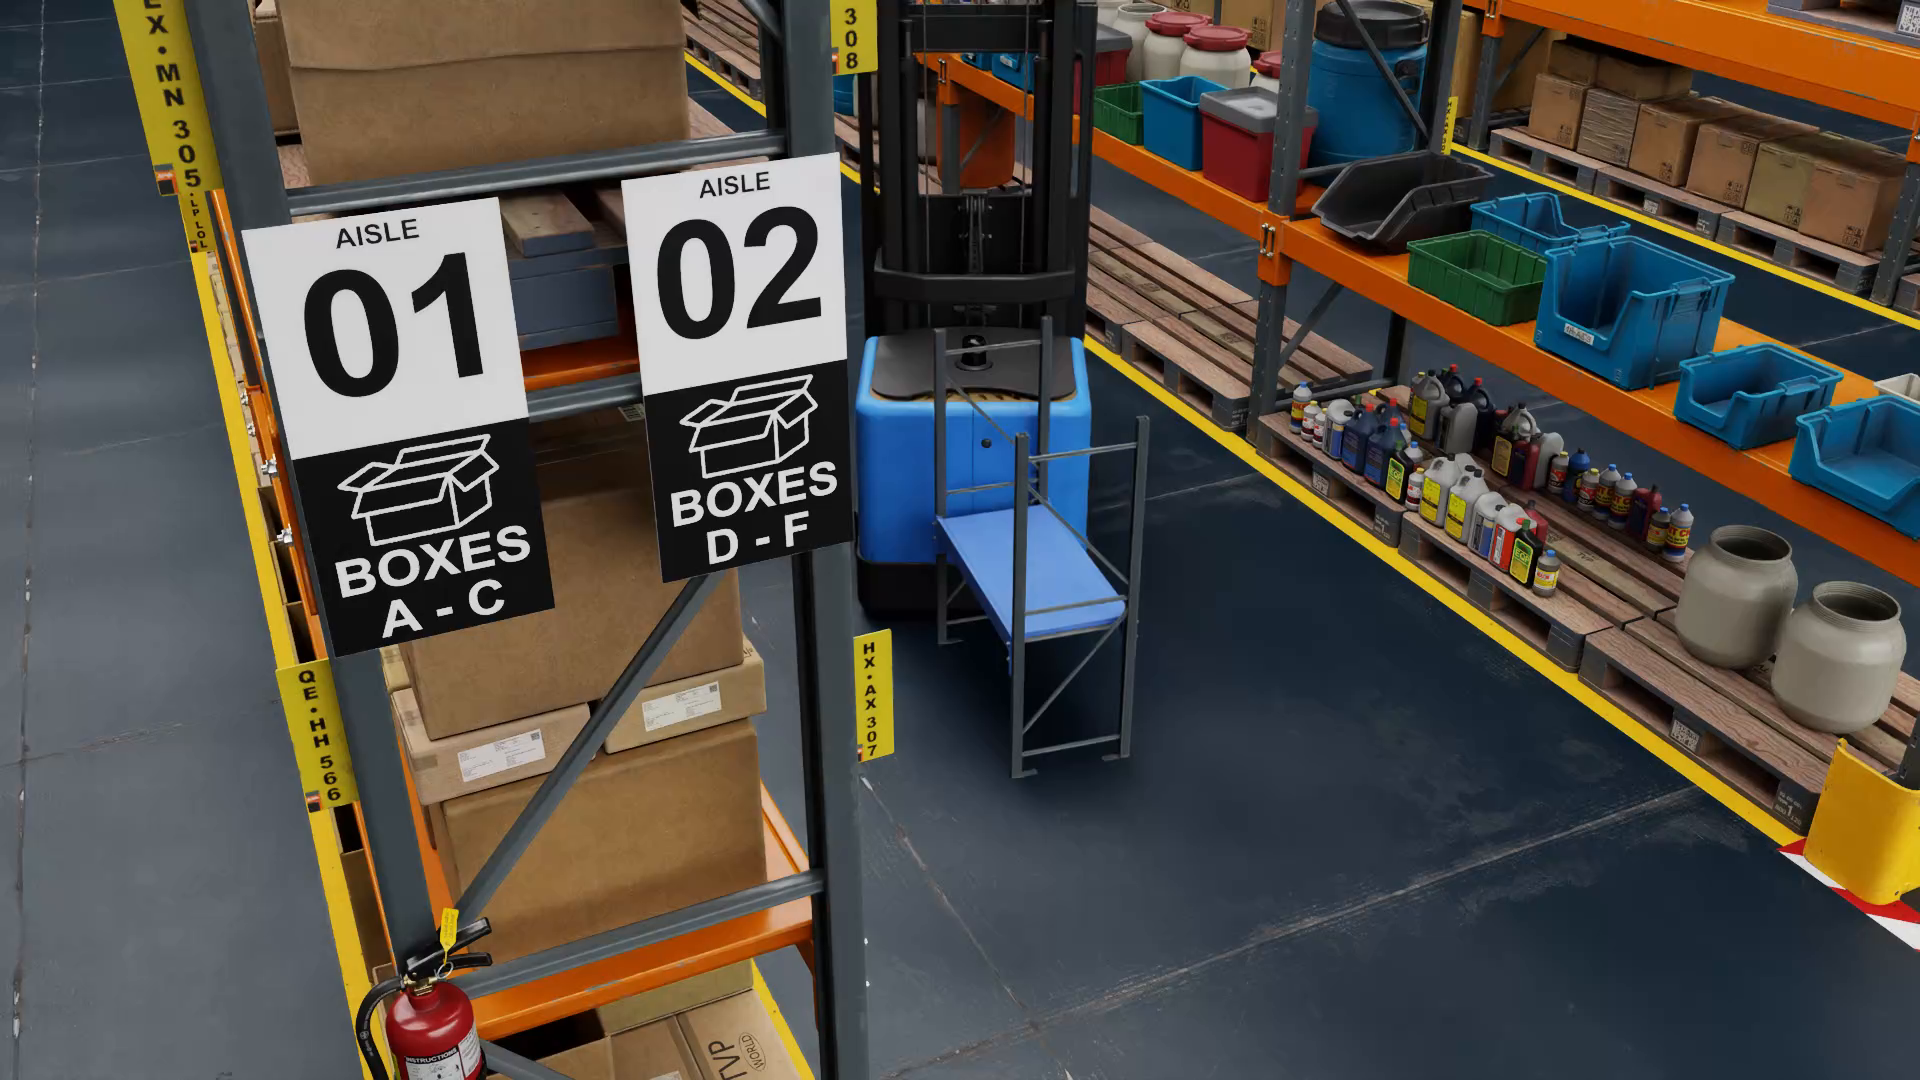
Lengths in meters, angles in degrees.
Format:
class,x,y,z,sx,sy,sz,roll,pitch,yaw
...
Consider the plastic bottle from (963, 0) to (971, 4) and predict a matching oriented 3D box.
class,x,y,z,sx,sy,sz,roll,pitch,yaw
plastic bottle,0.070,-4.330,13.036,0.097,0.271,0.097,0,29,0

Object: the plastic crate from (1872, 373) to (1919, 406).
class,x,y,z,sx,sy,sz,roll,pitch,yaw
plastic crate,3.685,-0.519,6.378,0.298,0.136,0.250,-13,32,-22

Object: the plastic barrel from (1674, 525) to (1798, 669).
class,x,y,z,sx,sy,sz,roll,pitch,yaw
plastic barrel,3.212,0.235,6.878,0.421,0.512,0.421,0,29,0

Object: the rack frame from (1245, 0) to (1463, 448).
class,x,y,z,sx,sy,sz,roll,pitch,yaw
rack frame,2.061,-1.938,8.639,1.000,3.000,0.127,-13,32,-22

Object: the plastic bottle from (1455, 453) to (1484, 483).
class,x,y,z,sx,sy,sz,roll,pitch,yaw
plastic bottle,2.420,-0.269,7.998,0.152,0.276,0.135,-13,32,-22

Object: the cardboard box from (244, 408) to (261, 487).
class,x,y,z,sx,sy,sz,roll,pitch,yaw
cardboard box,-3.076,-0.475,7.839,0.500,0.311,0.500,-12,32,-21

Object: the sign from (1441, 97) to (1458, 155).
class,x,y,z,sx,sy,sz,roll,pitch,yaw
sign,2.563,-2.169,8.768,0.100,0.325,0.005,-13,32,-22

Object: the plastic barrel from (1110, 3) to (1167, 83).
class,x,y,z,sx,sy,sz,roll,pitch,yaw
plastic barrel,1.160,-3.158,10.700,0.421,0.512,0.421,0,29,0

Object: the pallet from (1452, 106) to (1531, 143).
class,x,y,z,sx,sy,sz,roll,pitch,yaw
pallet,4.547,-3.892,14.976,1.003,0.211,1.213,-13,32,-22

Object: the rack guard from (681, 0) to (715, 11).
class,x,y,z,sx,sy,sz,roll,pitch,yaw
rack guard,-3.112,-6.156,18.717,1.175,0.500,0.348,-13,32,-22

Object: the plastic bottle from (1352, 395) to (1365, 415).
class,x,y,z,sx,sy,sz,roll,pitch,yaw
plastic bottle,2.062,-0.598,8.576,0.061,0.283,0.133,-13,32,-22

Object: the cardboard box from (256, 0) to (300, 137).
class,x,y,z,sx,sy,sz,roll,pitch,yaw
cardboard box,-1.429,-1.073,3.610,0.500,0.250,0.500,-13,32,-22

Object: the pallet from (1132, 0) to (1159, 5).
class,x,y,z,sx,sy,sz,roll,pitch,yaw
pallet,2.317,-6.187,19.068,1.003,0.211,1.213,-13,32,-22

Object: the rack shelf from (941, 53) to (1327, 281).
class,x,y,z,sx,sy,sz,roll,pitch,yaw
rack shelf,1.203,-2.507,10.390,1.077,0.370,4.000,-13,32,-22

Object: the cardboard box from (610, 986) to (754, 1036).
class,x,y,z,sx,sy,sz,roll,pitch,yaw
cardboard box,-0.944,1.380,5.104,0.500,0.250,0.500,-13,32,-22

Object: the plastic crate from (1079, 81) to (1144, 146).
class,x,y,z,sx,sy,sz,roll,pitch,yaw
plastic crate,1.059,-2.555,9.957,0.450,0.188,0.662,-13,32,-22

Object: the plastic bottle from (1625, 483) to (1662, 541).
class,x,y,z,sx,sy,sz,roll,pitch,yaw
plastic bottle,3.201,-0.148,7.774,0.061,0.283,0.133,-13,32,-21

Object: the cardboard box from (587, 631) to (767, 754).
class,x,y,z,sx,sy,sz,roll,pitch,yaw
cardboard box,-0.671,0.323,3.842,0.380,0.149,0.250,-13,32,-22

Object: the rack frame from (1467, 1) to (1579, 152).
class,x,y,z,sx,sy,sz,roll,pitch,yaw
rack frame,4.818,-4.745,13.644,1.000,3.000,0.127,-13,32,-22

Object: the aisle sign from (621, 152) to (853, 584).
class,x,y,z,sx,sy,sz,roll,pitch,yaw
aisle sign,-0.392,-0.302,3.063,0.394,0.787,0.004,-13,32,-22

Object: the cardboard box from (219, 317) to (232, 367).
class,x,y,z,sx,sy,sz,roll,pitch,yaw
cardboard box,-3.955,-1.135,9.590,0.500,0.250,0.500,-14,32,-23

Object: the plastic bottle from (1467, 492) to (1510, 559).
class,x,y,z,sx,sy,sz,roll,pitch,yaw
plastic bottle,2.451,-0.072,7.647,0.152,0.276,0.135,-14,32,-23

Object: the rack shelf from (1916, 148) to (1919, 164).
class,x,y,z,sx,sy,sz,roll,pitch,yaw
rack shelf,7.393,-1.780,9.094,1.077,0.370,4.000,-13,32,-22

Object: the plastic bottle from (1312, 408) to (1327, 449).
class,x,y,z,sx,sy,sz,roll,pitch,yaw
plastic bottle,1.890,-0.586,8.640,0.097,0.201,0.097,0,29,0

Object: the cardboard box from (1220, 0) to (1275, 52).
class,x,y,z,sx,sy,sz,roll,pitch,yaw
cardboard box,3.393,-5.489,16.716,1.225,0.875,0.875,-13,32,-22

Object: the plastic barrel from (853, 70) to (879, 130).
class,x,y,z,sx,sy,sz,roll,pitch,yaw
plastic barrel,-0.689,-3.745,13.976,0.421,0.512,0.421,0,29,0

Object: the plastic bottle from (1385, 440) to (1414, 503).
class,x,y,z,sx,sy,sz,roll,pitch,yaw
plastic bottle,2.147,-0.336,8.110,0.061,0.283,0.133,-12,31,-20

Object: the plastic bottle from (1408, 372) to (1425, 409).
class,x,y,z,sx,sy,sz,roll,pitch,yaw
plastic bottle,2.499,-0.814,9.046,0.097,0.201,0.097,0,29,0

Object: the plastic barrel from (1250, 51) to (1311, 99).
class,x,y,z,sx,sy,sz,roll,pitch,yaw
plastic barrel,1.849,-2.466,9.441,0.433,0.535,0.433,0,29,0

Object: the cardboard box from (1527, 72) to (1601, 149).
class,x,y,z,sx,sy,sz,roll,pitch,yaw
cardboard box,5.123,-3.554,13.628,0.700,0.500,0.500,-15,33,-25

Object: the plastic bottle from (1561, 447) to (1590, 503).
class,x,y,z,sx,sy,sz,roll,pitch,yaw
plastic bottle,3.005,-0.324,8.101,0.097,0.271,0.097,0,29,0

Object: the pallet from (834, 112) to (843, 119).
class,x,y,z,sx,sy,sz,roll,pitch,yaw
pallet,-1.079,-3.906,14.999,1.003,0.211,1.213,-13,32,-22

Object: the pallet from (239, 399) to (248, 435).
class,x,y,z,sx,sy,sz,roll,pitch,yaw
pallet,-3.293,-0.540,8.997,1.003,0.211,1.213,-13,32,-22

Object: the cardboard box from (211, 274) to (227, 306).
class,x,y,z,sx,sy,sz,roll,pitch,yaw
cardboard box,-3.938,-1.371,9.437,0.500,0.311,0.500,-14,32,-23

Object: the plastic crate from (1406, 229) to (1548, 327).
class,x,y,z,sx,sy,sz,roll,pitch,yaw
plastic crate,2.389,-1.186,7.515,0.450,0.188,0.662,-13,32,-22

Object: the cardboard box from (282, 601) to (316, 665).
class,x,y,z,sx,sy,sz,roll,pitch,yaw
cardboard box,-2.068,0.502,5.903,0.500,0.500,0.500,-13,32,-22

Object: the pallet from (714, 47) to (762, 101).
class,x,y,z,sx,sy,sz,roll,pitch,yaw
pallet,-1.724,-4.572,16.188,1.003,0.211,1.213,-13,32,-22

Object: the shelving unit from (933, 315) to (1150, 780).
class,x,y,z,sx,sy,sz,roll,pitch,yaw
shelving unit,0.287,0.012,6.695,0.538,1.500,1.048,-9,30,-15

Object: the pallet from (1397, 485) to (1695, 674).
class,x,y,z,sx,sy,sz,roll,pitch,yaw
pallet,2.840,0.124,7.814,1.003,0.211,1.213,-13,32,-22

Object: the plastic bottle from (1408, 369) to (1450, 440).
class,x,y,z,sx,sy,sz,roll,pitch,yaw
plastic bottle,2.468,-0.720,8.726,0.144,0.351,0.185,-13,32,-22

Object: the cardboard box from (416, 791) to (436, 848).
class,x,y,z,sx,sy,sz,roll,pitch,yaw
cardboard box,-1.115,0.384,4.396,0.700,0.500,0.500,-12,32,-21

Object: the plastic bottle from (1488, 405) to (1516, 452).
class,x,y,z,sx,sy,sz,roll,pitch,yaw
plastic bottle,2.788,-0.573,8.532,0.061,0.283,0.133,-11,31,-19

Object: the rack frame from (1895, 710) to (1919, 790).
class,x,y,z,sx,sy,sz,roll,pitch,yaw
rack frame,3.779,-0.171,5.488,1.000,3.000,0.127,-13,32,-22

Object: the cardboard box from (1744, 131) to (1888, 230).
class,x,y,z,sx,sy,sz,roll,pitch,yaw
cardboard box,6.103,-2.570,11.872,0.700,0.500,0.500,-13,32,-22

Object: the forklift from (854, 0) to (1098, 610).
class,x,y,z,sx,sy,sz,roll,pitch,yaw
forklift,0.078,-1.640,8.178,1.130,2.935,3.031,0,29,1

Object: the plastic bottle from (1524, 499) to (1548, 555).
class,x,y,z,sx,sy,sz,roll,pitch,yaw
plastic bottle,2.607,-0.037,7.576,0.061,0.283,0.133,-13,32,-22
